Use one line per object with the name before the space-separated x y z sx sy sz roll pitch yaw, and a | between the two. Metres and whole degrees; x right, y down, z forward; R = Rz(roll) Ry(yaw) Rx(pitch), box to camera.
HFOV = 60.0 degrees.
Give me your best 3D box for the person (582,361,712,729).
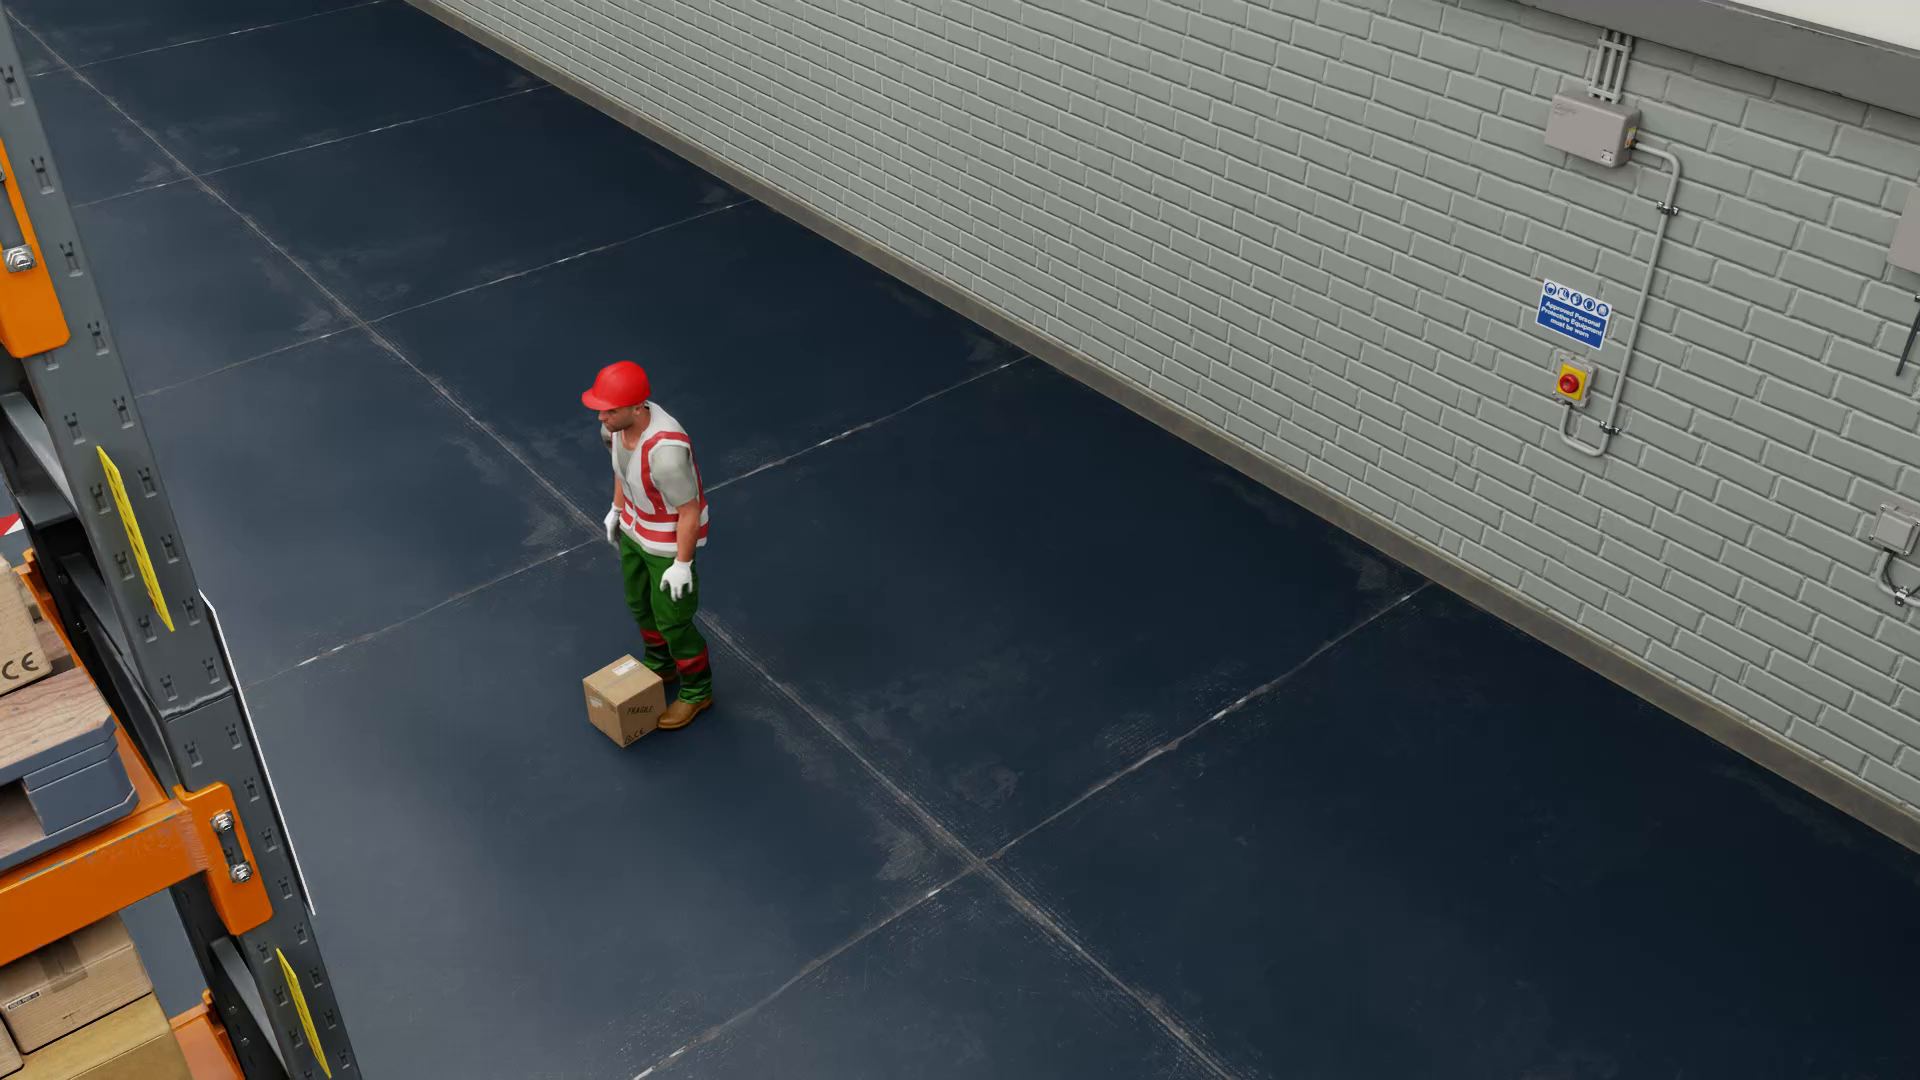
person | -1.305 0.006 7.057 0.448 1.779 0.610 -26 43 -31
